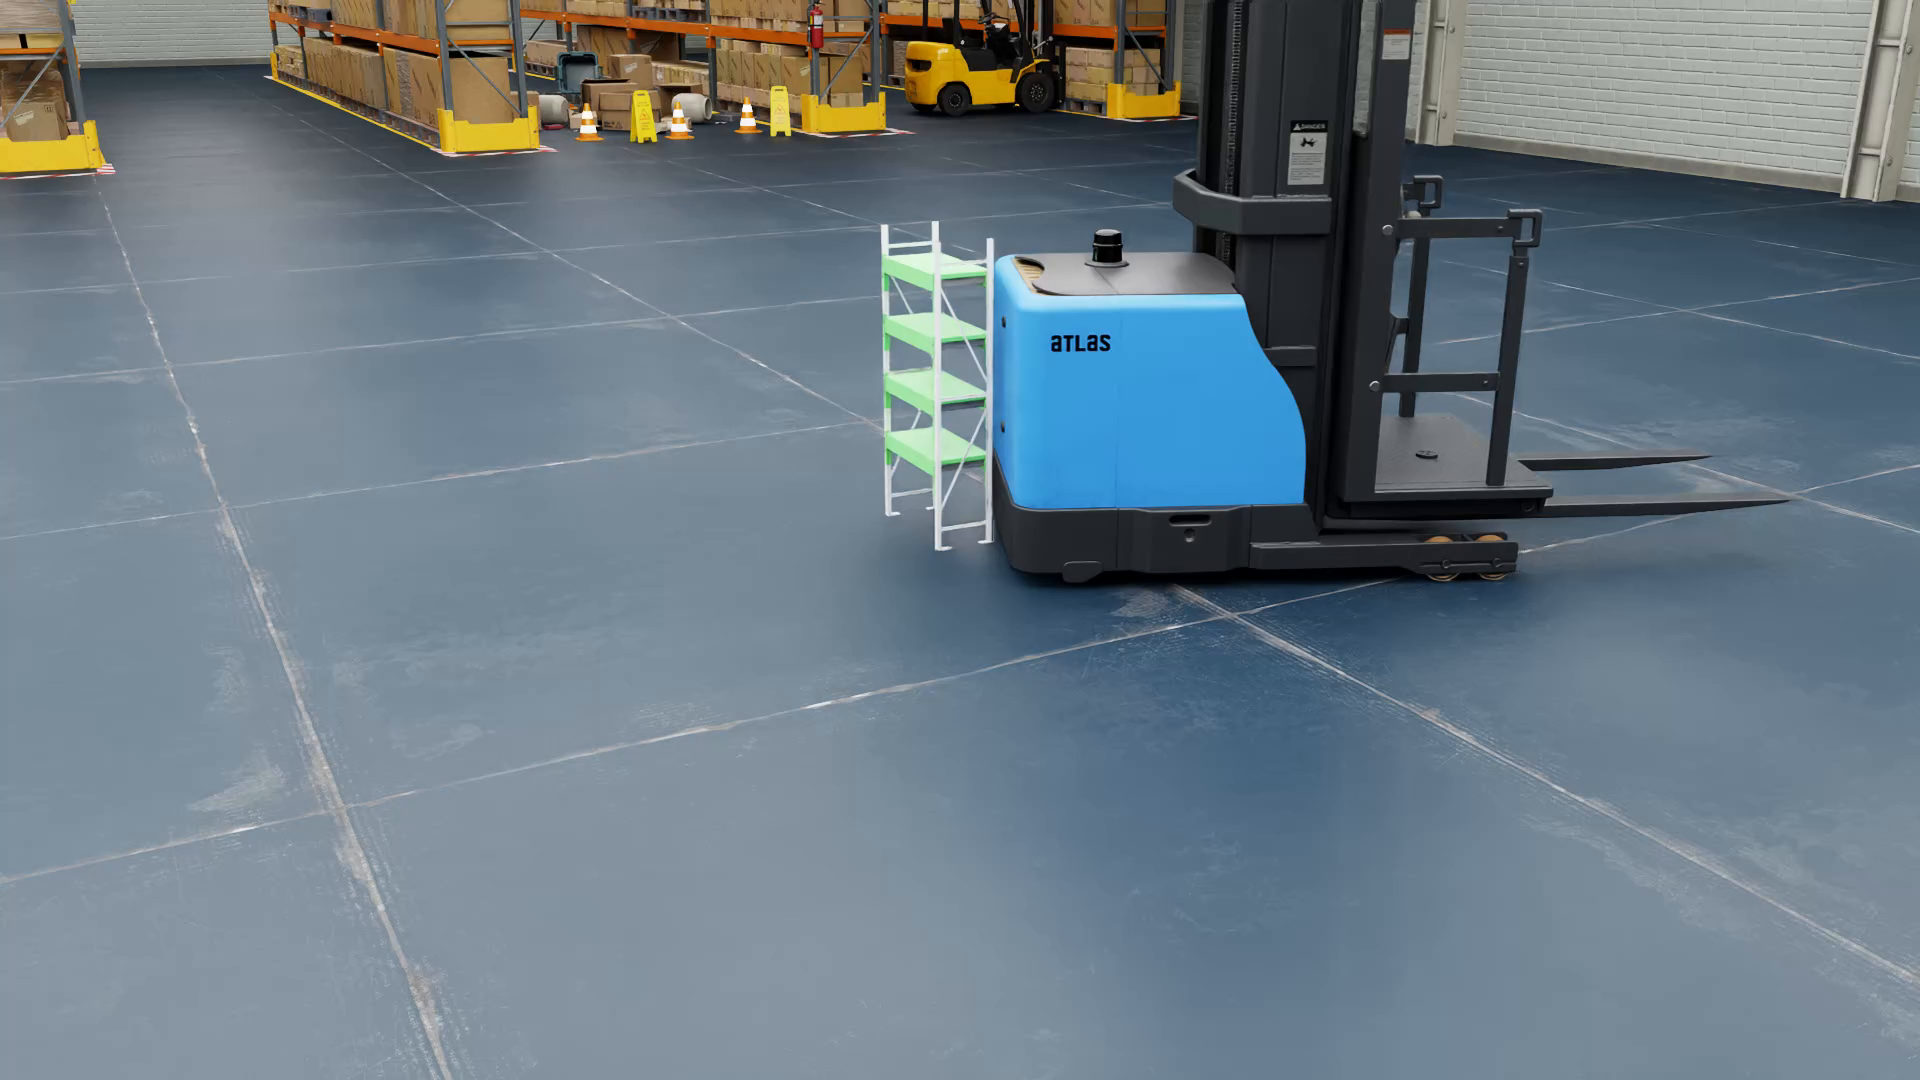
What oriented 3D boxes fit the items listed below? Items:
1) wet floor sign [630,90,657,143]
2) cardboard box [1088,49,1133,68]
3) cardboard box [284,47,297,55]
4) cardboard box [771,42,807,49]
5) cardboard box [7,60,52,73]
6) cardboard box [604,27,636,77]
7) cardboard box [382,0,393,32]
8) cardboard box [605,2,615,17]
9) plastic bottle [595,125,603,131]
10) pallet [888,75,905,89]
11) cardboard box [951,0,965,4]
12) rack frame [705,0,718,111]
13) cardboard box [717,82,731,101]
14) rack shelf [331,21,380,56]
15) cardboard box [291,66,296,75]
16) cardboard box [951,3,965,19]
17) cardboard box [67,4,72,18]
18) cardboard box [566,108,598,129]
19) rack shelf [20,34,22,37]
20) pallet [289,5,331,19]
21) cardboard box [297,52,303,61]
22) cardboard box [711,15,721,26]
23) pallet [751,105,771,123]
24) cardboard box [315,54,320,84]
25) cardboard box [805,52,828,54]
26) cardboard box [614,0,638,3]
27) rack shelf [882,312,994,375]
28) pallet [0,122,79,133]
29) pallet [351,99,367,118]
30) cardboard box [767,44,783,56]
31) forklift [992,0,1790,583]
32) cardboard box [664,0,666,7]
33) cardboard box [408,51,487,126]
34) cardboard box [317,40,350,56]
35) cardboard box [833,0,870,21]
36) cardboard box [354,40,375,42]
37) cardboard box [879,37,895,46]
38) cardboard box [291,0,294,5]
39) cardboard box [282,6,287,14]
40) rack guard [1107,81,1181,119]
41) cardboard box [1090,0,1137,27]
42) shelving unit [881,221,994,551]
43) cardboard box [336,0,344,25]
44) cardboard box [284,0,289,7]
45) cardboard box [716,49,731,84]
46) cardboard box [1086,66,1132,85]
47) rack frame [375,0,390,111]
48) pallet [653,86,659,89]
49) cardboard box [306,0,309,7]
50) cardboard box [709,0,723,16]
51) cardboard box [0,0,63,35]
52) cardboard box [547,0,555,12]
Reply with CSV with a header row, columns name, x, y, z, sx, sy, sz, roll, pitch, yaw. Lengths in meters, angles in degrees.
name,x,y,z,sx,sy,sz,roll,pitch,yaw
wet floor sign,-4.130,-5.509,21.608,0.267,0.644,0.232,-14,24,-36
cardboard box,2.295,-7.345,25.357,0.500,0.250,0.500,-9,21,-25
cardboard box,-13.100,-9.635,32.770,0.380,0.149,0.250,-11,22,-29
cardboard box,-3.738,-10.760,36.403,0.700,0.500,0.500,-11,22,-29
cardboard box,-13.493,-6.923,24.105,0.500,0.250,0.500,-7,20,-21
cardboard box,-6.052,-9.078,30.955,0.875,0.875,0.875,-10,21,-26
cardboard box,-7.600,-7.439,23.361,0.875,0.550,0.550,-10,21,-27
cardboard box,-6.102,-9.594,30.067,0.500,0.250,0.500,-10,21,-26
plastic bottle,-5.119,-5.750,23.200,0.283,0.061,0.133,16,25,39
pallet,-0.654,-8.625,31.304,1.003,0.211,1.213,-10,21,-27
cardboard box,0.180,-9.451,28.886,0.500,0.250,0.500,-11,22,-28
rack frame,-3.478,-8.268,25.993,1.000,3.000,0.127,-10,21,-27
cardboard box,-3.435,-6.955,25.761,0.500,0.250,0.500,-11,22,-29
rack shelf,-8.736,-7.706,25.468,1.077,0.370,4.000,-10,21,-27
cardboard box,-12.562,-8.976,31.773,0.380,0.149,0.250,-10,21,-27
cardboard box,0.176,-9.214,28.966,0.500,0.250,0.500,-10,21,-27
cardboard box,-12.453,-7.465,22.102,1.000,1.000,1.000,-10,21,-26
cardboard box,-5.349,-5.971,23.530,0.396,0.266,0.258,-6,20,-17
rack shelf,-13.149,-6.967,23.326,1.077,0.370,4.000,-10,21,-27
pallet,-11.350,-9.436,29.673,1.003,0.211,1.213,-10,21,-27
cardboard box,-12.139,-9.030,31.016,0.380,0.149,0.250,-10,21,-26
cardboard box,-3.610,-8.009,25.628,0.380,0.149,0.250,-10,21,-27
pallet,-2.544,-6.412,24.889,1.003,0.211,1.213,-10,21,-27
cardboard box,-10.954,-8.232,29.079,0.500,0.500,0.500,-10,21,-26
cardboard box,-2.213,-6.949,24.592,0.500,0.500,0.500,-10,21,-26
cardboard box,-5.831,-9.681,29.553,0.500,0.250,0.500,-10,21,-27
rack shelf,-0.092,-0.781,6.515,0.258,0.148,0.480,-9,21,-24
pallet,-11.849,-5.227,21.457,1.003,0.211,1.213,-10,21,-27
pallet,-8.802,-6.714,25.766,1.003,0.211,1.213,-10,21,-27
cardboard box,-2.538,-7.037,23.852,0.380,0.149,0.250,-10,21,-26
forklift,1.664,-1.401,6.199,3.031,2.935,1.130,-1,19,-4
cardboard box,-4.728,-8.987,27.820,0.380,0.149,0.250,-9,21,-25
cardboard box,-6.686,-5.955,21.903,0.875,0.875,0.875,-10,22,-28
cardboard box,-10.718,-8.439,28.528,0.500,0.250,0.500,-9,21,-25
cardboard box,-1.559,-7.486,23.119,0.500,0.500,0.500,-10,22,-27
cardboard box,-10.041,-8.373,28.336,0.500,0.250,0.500,-10,22,-27
cardboard box,-1.468,-9.612,32.083,0.380,0.149,0.250,-11,22,-29
cardboard box,-11.666,-9.585,29.553,0.380,0.149,0.250,-10,21,-26
cardboard box,-12.732,-10.133,31.784,0.380,0.149,0.250,-10,21,-26
rack guard,2.800,-6.701,25.284,1.175,0.500,0.348,-10,21,-27
cardboard box,2.324,-8.037,25.172,0.500,0.500,0.500,-11,22,-28
shelving unit,-0.092,-0.615,6.573,0.258,1.200,0.503,-9,21,-24
cardboard box,-9.466,-8.351,26.082,0.500,0.500,0.500,-10,22,-27
cardboard box,-12.309,-10.201,30.986,0.500,0.500,0.500,-11,22,-28
cardboard box,-3.435,-7.310,25.639,0.500,0.500,0.500,-9,21,-24
cardboard box,2.282,-7.116,25.460,0.500,0.250,0.500,-10,22,-27
rack frame,-7.786,-7.472,23.687,1.000,3.000,0.127,-10,21,-27
pallet,-5.007,-7.873,29.125,1.003,0.211,1.213,-10,21,-27
cardboard box,-10.807,-9.065,28.045,0.380,0.149,0.250,-11,22,-29
cardboard box,-3.514,-8.286,25.437,0.500,0.500,0.500,-10,21,-27
cardboard box,-10.537,-5.935,18.622,0.875,0.500,0.500,-10,21,-27
cardboard box,-7.971,-10.852,33.329,0.500,0.500,0.500,-11,22,-28
